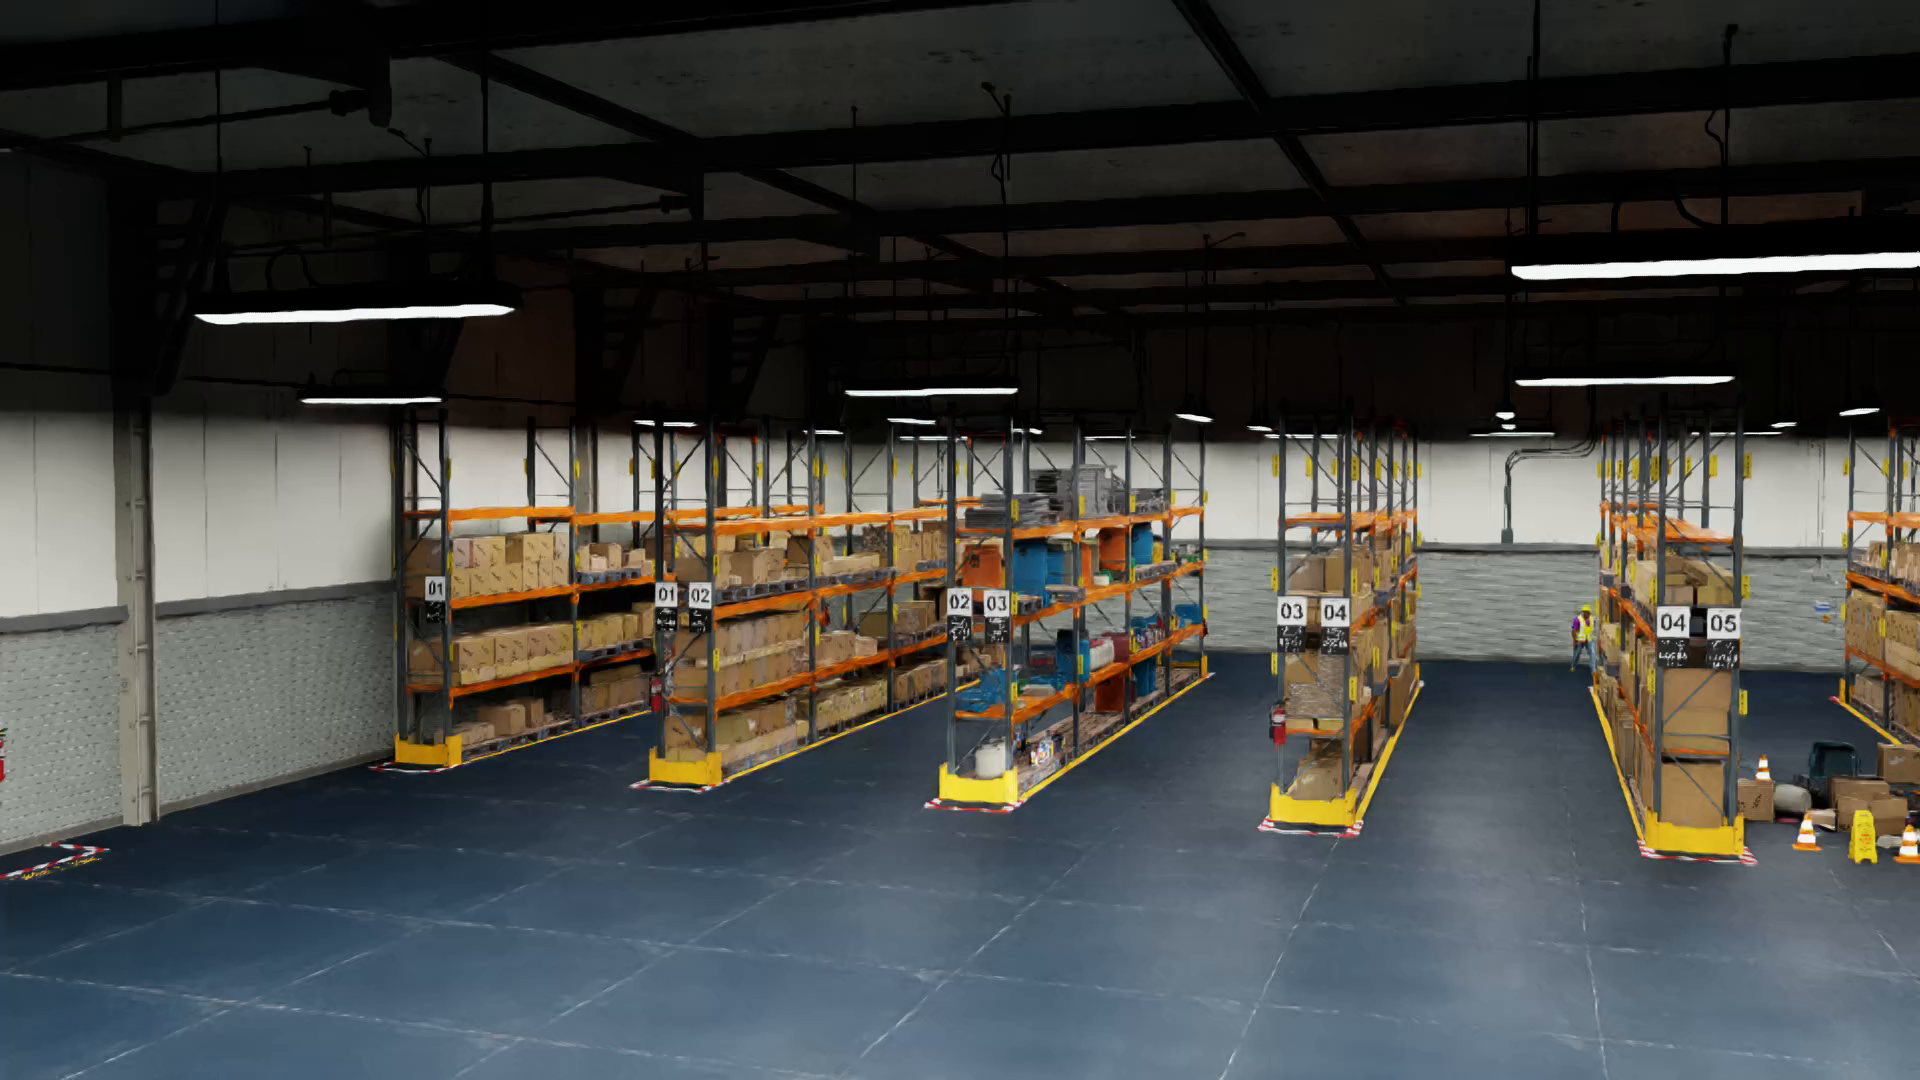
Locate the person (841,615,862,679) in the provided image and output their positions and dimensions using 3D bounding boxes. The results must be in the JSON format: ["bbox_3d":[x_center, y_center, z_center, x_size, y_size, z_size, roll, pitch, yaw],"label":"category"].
[{"bbox_3d":[-2.466,2.537,38.164,0.677,1.674,0.534,1,3,17],"label":"person"}]

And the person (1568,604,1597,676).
[{"bbox_3d":[15.171,2.422,40.392,0.618,1.726,0.960,0,2,-4],"label":"person"}]

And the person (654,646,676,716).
[{"bbox_3d":[-5.548,2.819,31.591,0.483,1.621,0.995,0,2,10],"label":"person"}]
